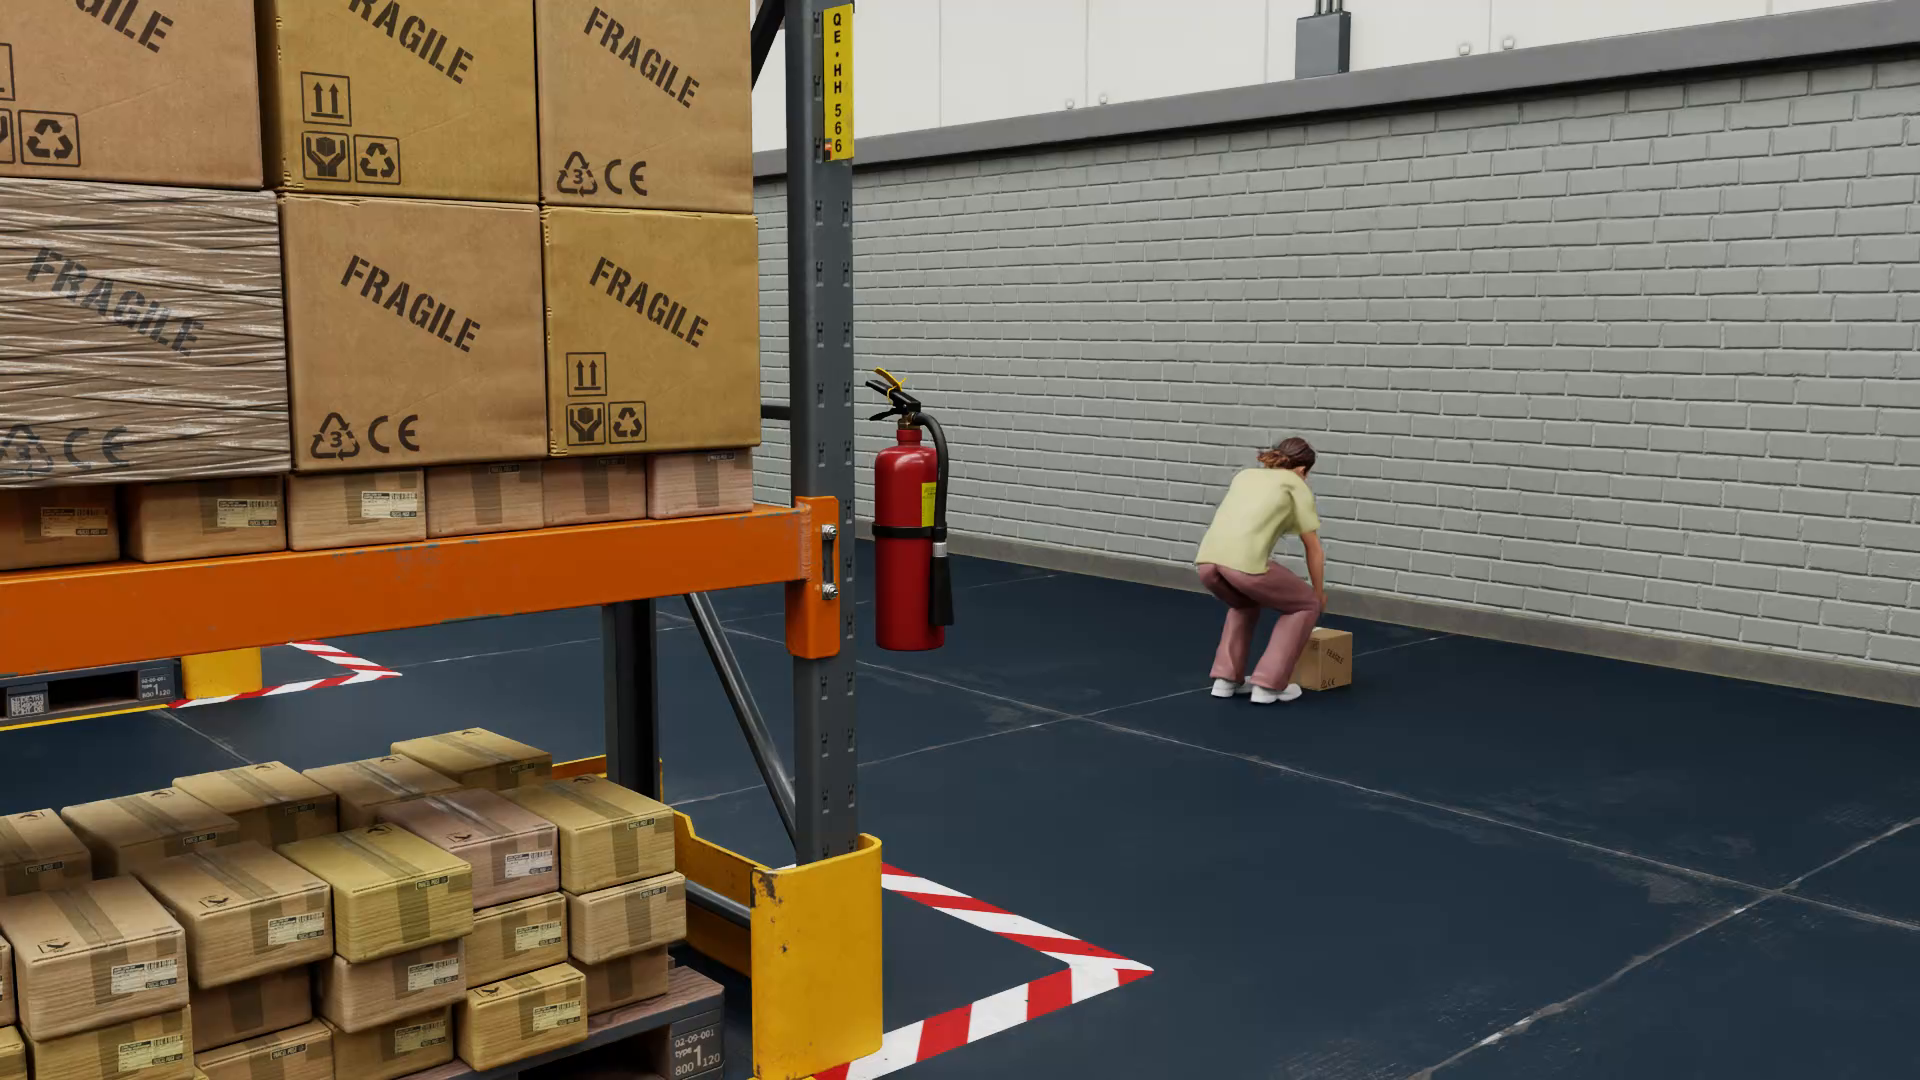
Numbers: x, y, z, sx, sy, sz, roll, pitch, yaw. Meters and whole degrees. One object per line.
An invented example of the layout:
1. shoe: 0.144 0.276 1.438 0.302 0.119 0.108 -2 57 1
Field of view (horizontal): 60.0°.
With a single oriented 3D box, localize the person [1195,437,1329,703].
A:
1. person: 1.379 0.131 7.681 0.730 1.187 0.506 -7 10 -41
